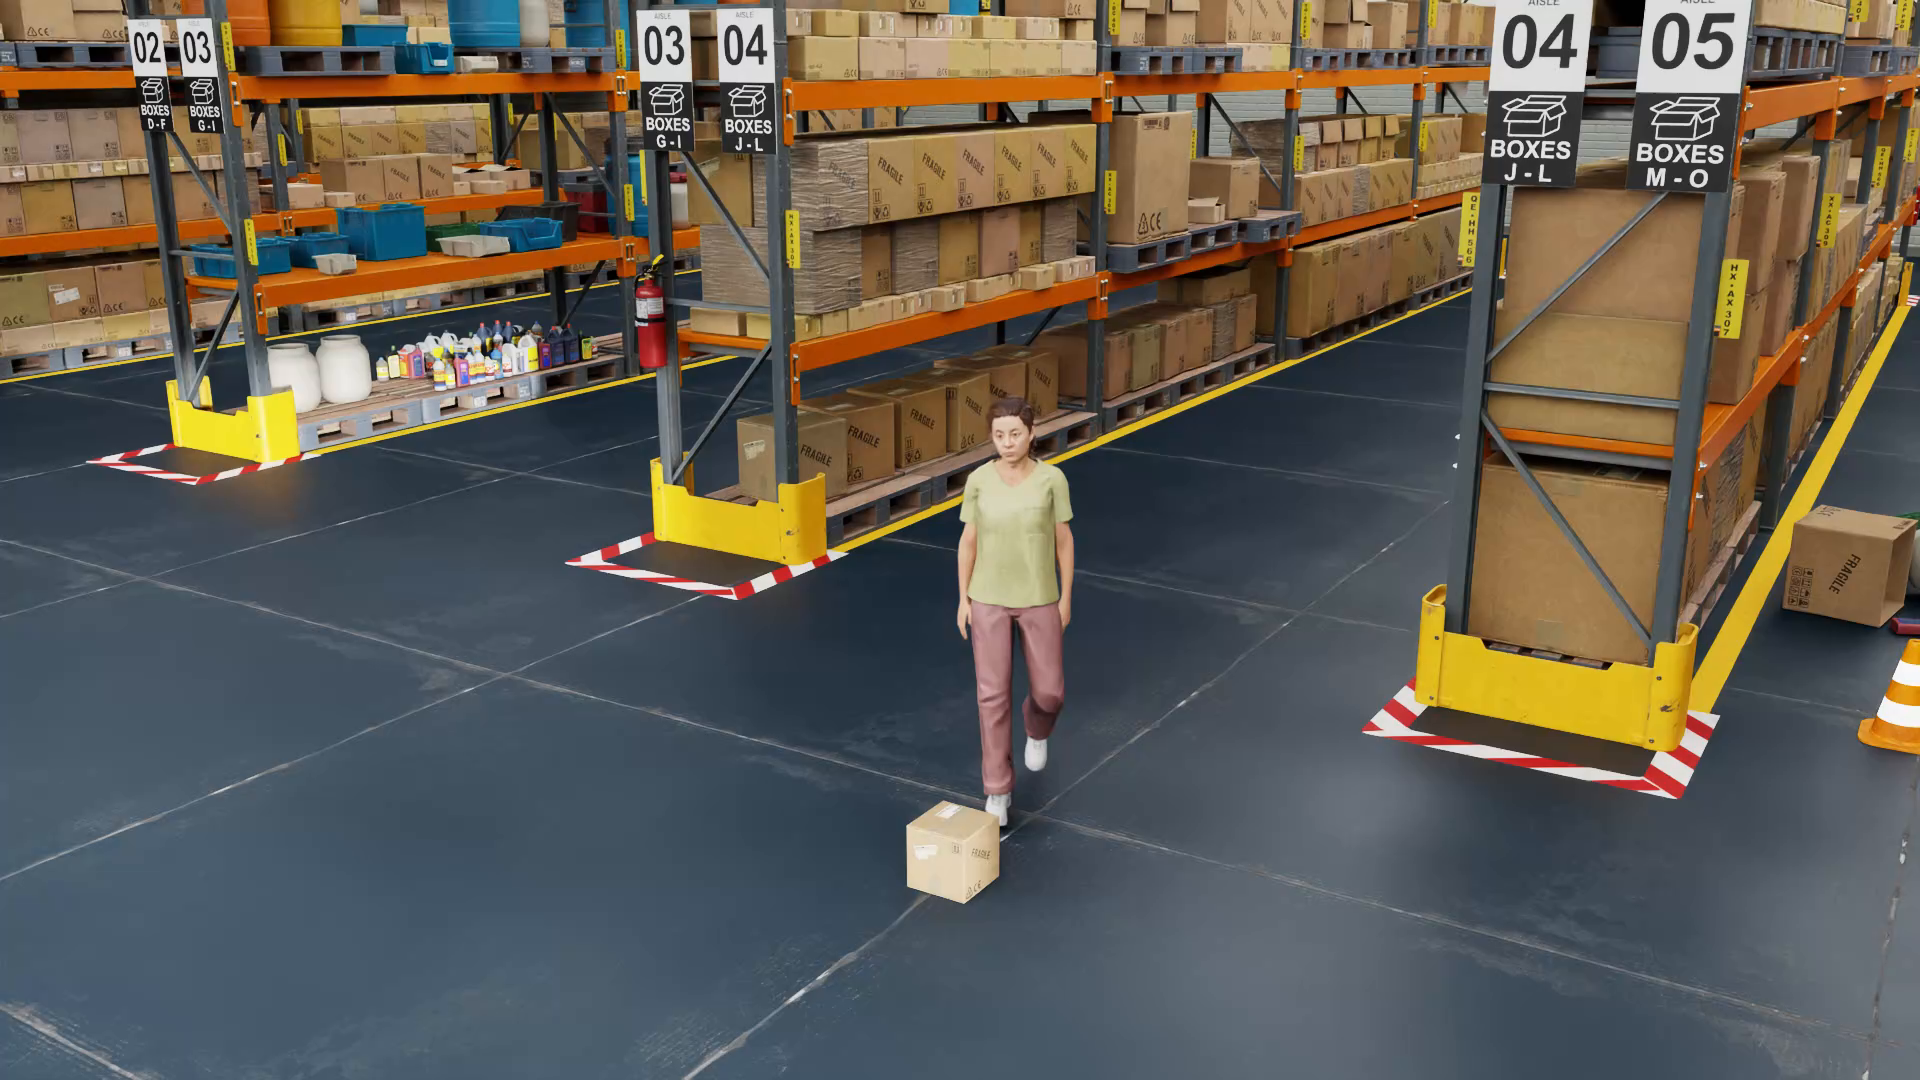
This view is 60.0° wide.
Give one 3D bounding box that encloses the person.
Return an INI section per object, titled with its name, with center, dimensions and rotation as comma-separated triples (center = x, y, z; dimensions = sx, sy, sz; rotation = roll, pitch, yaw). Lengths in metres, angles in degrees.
[person]
center = 0.221, 0.253, 6.636
dimensions = 0.464, 1.658, 0.710
rotation = 1, 16, 3
